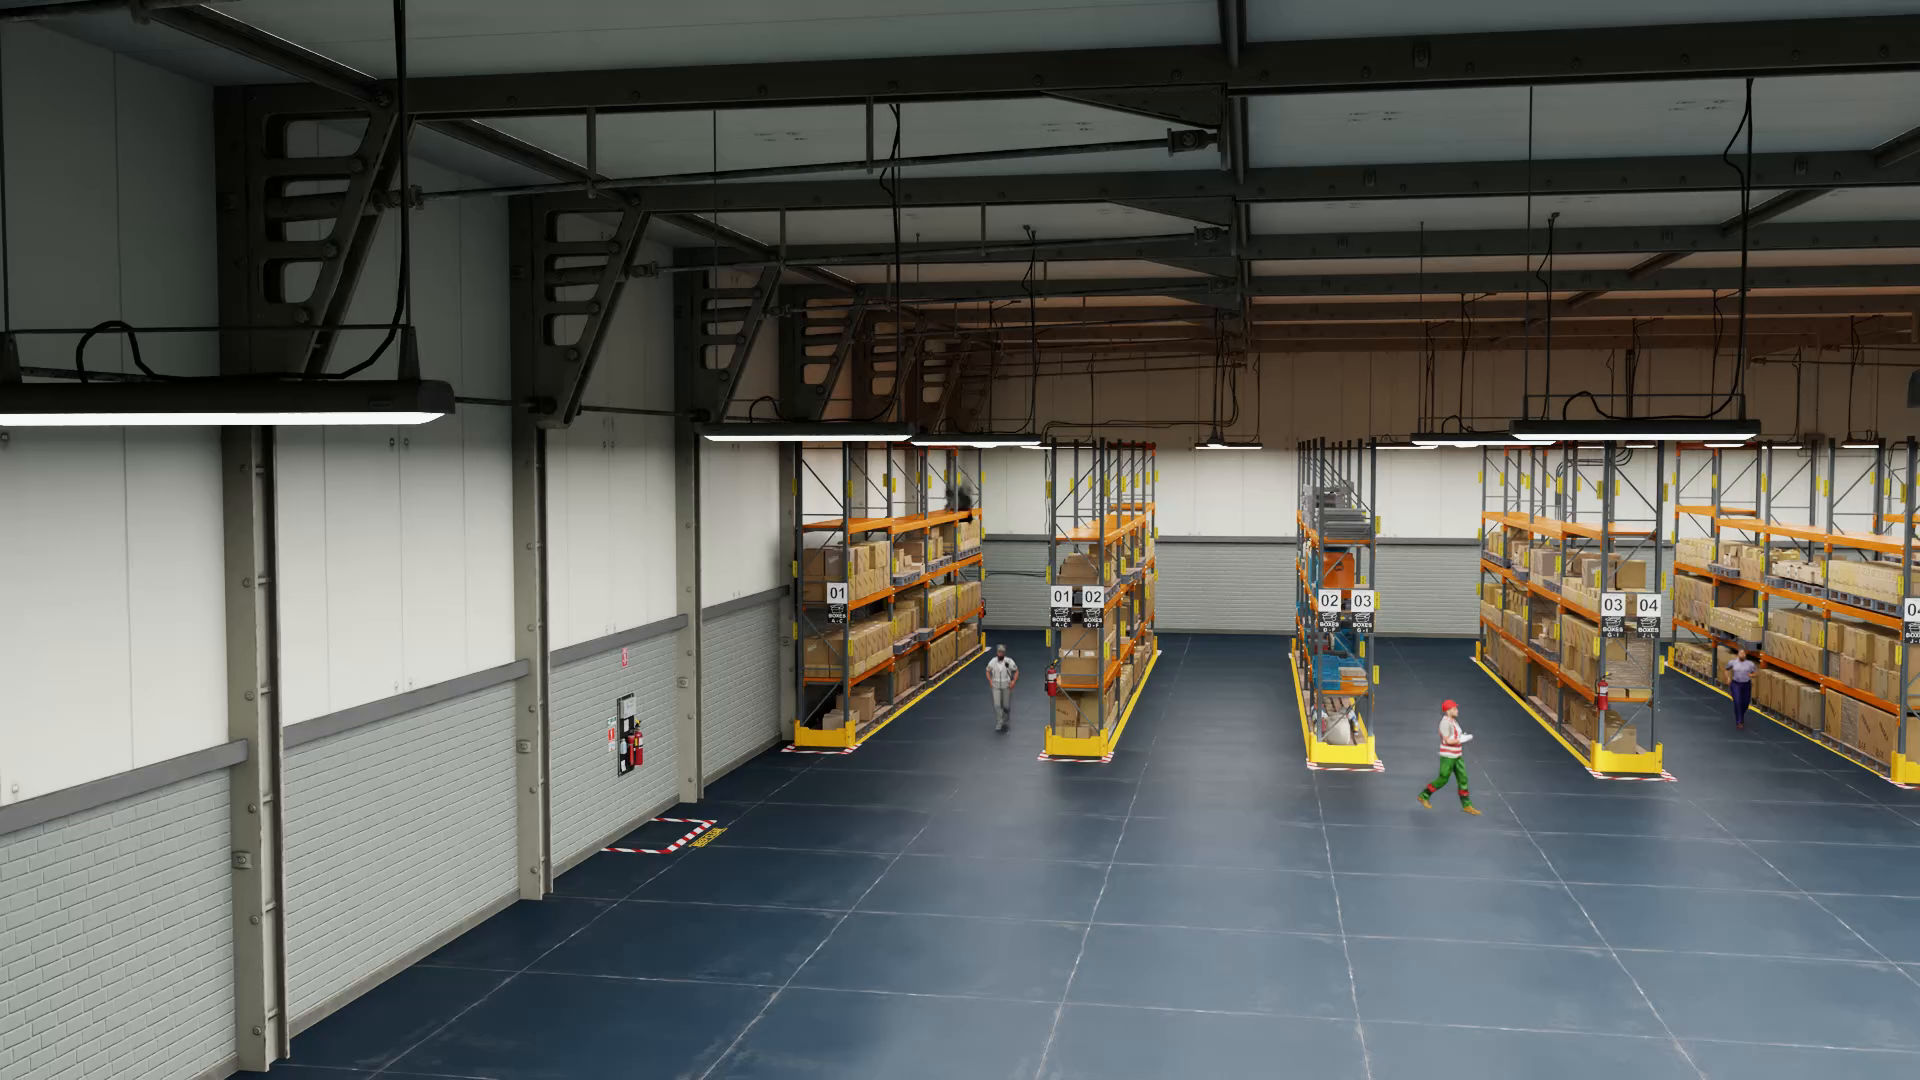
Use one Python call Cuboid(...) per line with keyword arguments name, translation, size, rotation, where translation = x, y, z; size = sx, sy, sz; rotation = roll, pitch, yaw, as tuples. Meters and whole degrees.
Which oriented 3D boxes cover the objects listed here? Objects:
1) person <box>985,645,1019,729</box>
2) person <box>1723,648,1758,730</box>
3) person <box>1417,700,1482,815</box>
Cuboid(name="person", translation=(0.871, 3.029, 34.583), size=(0.690, 1.747, 0.637), rotation=(0, 3, 5))
Cuboid(name="person", translation=(16.188, 3.058, 34.469), size=(0.607, 1.636, 0.941), rotation=(1, 3, 10))
Cuboid(name="person", translation=(7.723, 3.408, 26.191), size=(0.987, 1.781, 0.659), rotation=(2, 4, 33))
